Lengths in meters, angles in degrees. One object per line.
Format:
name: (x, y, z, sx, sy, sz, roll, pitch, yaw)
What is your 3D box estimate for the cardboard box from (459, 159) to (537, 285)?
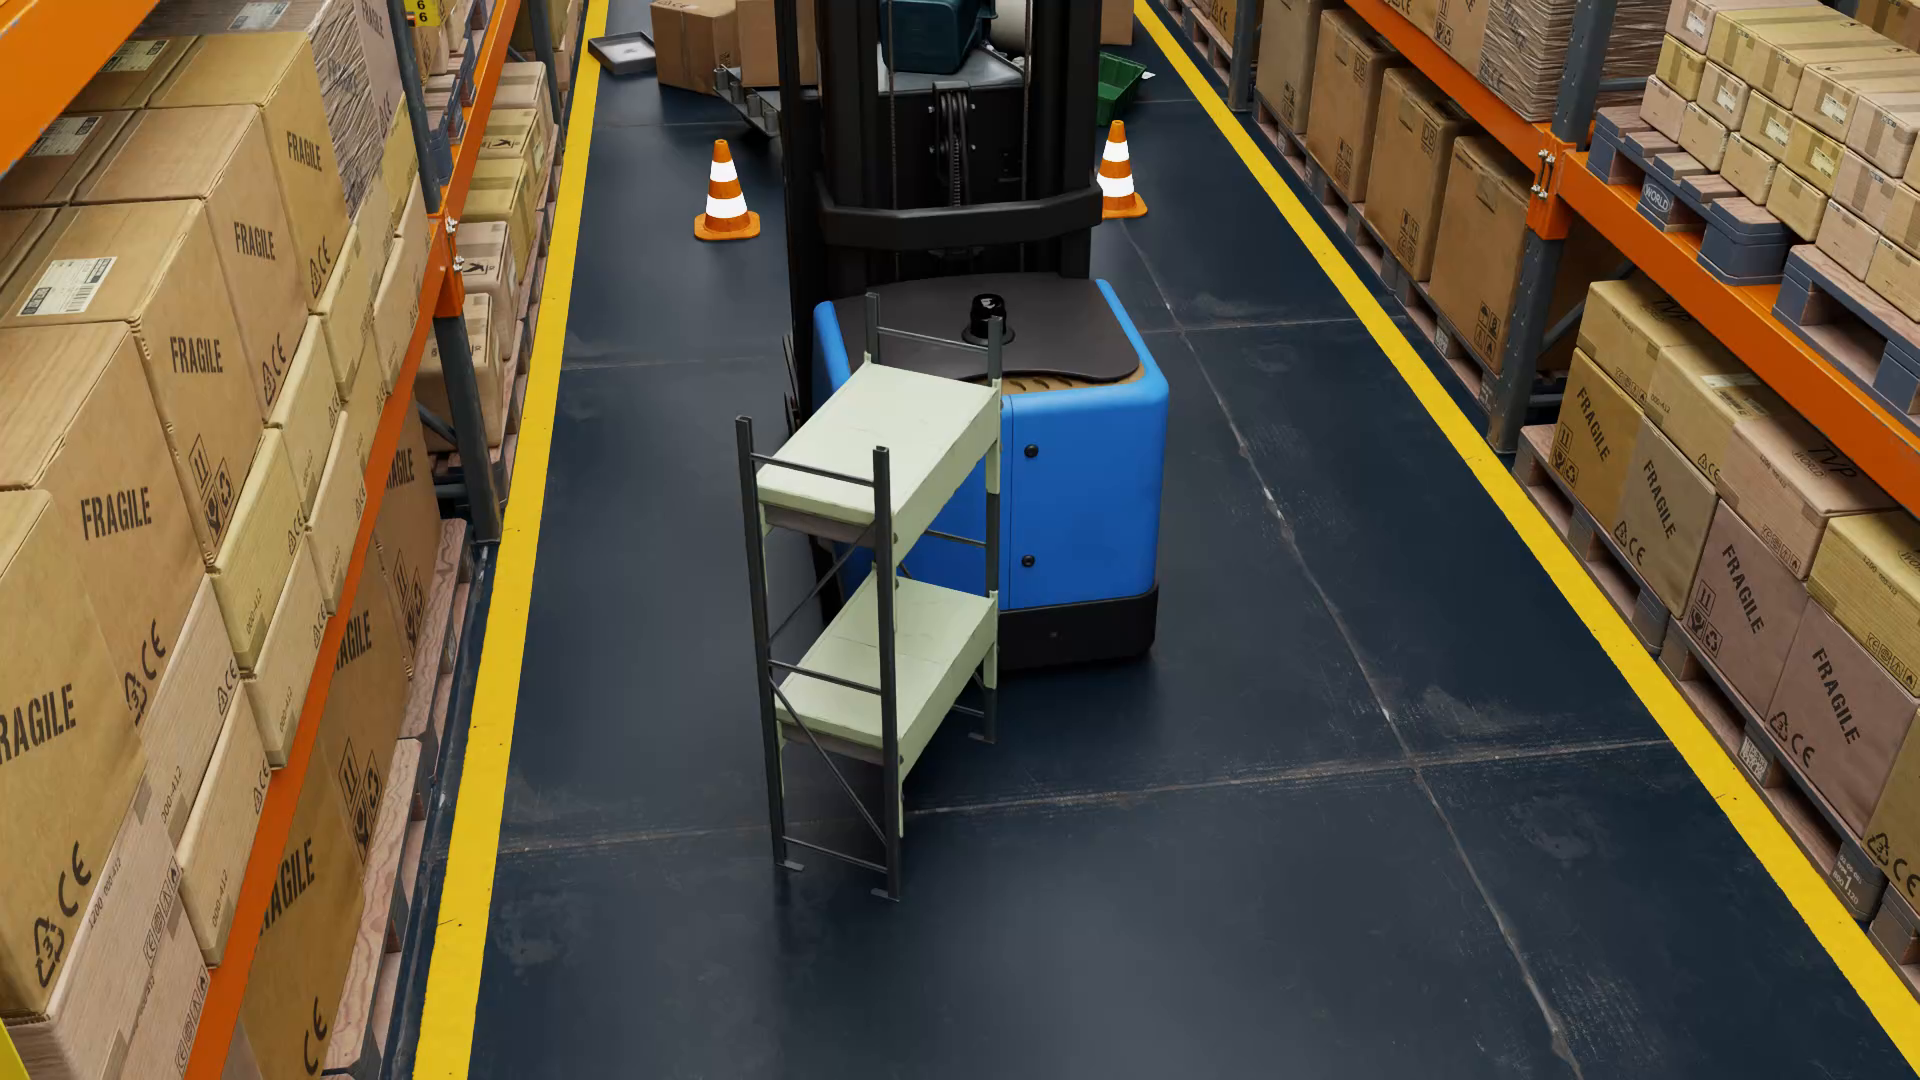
cardboard box: (-2.494, -1.459, 7.687, 0.950, 0.372, 0.625, -3, 34, -5)

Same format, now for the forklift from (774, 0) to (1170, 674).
forklift: (-0.114, -1.560, 5.937, 1.130, 2.935, 3.031, -6, 35, -9)

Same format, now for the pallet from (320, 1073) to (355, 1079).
pallet: (-1.865, 1.739, 3.510, 1.003, 0.211, 1.213, -4, 35, -6)

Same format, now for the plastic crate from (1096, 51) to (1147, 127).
plastic crate: (0.808, -2.743, 10.058, 0.450, 0.188, 0.662, 21, 39, 12)

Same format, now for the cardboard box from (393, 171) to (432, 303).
cardboard box: (-1.899, -0.896, 5.034, 0.500, 0.250, 0.500, -6, 35, -8)

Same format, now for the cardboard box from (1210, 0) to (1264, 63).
cardboard box: (2.114, -3.535, 10.288, 0.875, 0.875, 0.875, -4, 34, -6)

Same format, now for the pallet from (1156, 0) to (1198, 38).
pallet: (1.937, -3.844, 11.703, 1.003, 0.211, 1.213, -4, 35, -6)

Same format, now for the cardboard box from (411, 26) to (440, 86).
cardboard box: (-2.055, -1.827, 5.541, 0.500, 0.500, 0.500, -5, 35, -8)

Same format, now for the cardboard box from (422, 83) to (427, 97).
cardboard box: (-2.088, -1.646, 5.851, 0.380, 0.149, 0.250, -6, 35, -9)

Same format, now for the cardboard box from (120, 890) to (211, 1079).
cardboard box: (-1.484, 0.808, 2.533, 0.500, 0.250, 0.500, -5, 35, -7)

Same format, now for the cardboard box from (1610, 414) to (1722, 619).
cardboard box: (2.581, -0.098, 5.577, 0.500, 0.500, 0.500, -4, 34, -6)

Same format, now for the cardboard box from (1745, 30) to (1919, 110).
cardboard box: (2.605, -1.408, 4.974, 0.380, 0.149, 0.250, -5, 35, -7)

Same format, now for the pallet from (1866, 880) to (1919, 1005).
pallet: (3.099, 1.299, 4.157, 1.003, 0.211, 1.213, -4, 35, -6)

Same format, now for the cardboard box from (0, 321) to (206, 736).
cardboard box: (-1.556, 0.008, 2.598, 0.500, 0.500, 0.500, -5, 35, -7)

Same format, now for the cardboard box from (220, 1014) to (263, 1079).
cardboard box: (-1.849, 1.376, 3.080, 0.875, 0.875, 0.875, -3, 34, -5)

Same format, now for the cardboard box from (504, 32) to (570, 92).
cardboard box: (-2.574, -2.839, 9.822, 0.500, 0.250, 0.500, -6, 35, -9)

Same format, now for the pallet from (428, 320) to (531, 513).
pallet: (-2.328, -0.504, 6.802, 1.003, 0.211, 1.213, -4, 35, -6)

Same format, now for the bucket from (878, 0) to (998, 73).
bucket: (-0.174, -3.060, 9.634, 0.726, 0.611, 0.620, 7, 45, 10)

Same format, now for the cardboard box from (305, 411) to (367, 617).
cardboard box: (-1.666, -0.047, 3.789, 0.500, 0.250, 0.500, -5, 35, -7)

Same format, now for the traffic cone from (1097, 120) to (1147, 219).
traffic cone: (0.813, -1.973, 8.734, 0.336, 0.463, 0.334, -4, 35, -6)

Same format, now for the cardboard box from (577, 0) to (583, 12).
cardboard box: (-2.787, -3.710, 11.099, 0.500, 0.250, 0.500, -6, 35, -8)

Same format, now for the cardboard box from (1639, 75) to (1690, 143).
cardboard box: (2.527, -1.456, 5.573, 0.380, 0.149, 0.250, -5, 35, -7)

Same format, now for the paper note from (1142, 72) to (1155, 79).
paper note: (1.142, -2.964, 10.571, 0.142, 0.020, 0.147, 27, 43, 34)

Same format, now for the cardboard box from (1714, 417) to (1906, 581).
cardboard box: (2.642, -0.139, 4.971, 0.500, 0.250, 0.500, -4, 34, -6)

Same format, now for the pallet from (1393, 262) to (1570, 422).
pallet: (2.636, -0.945, 7.449, 1.003, 0.211, 1.213, -4, 35, -6)

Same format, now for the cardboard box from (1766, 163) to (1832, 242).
cardboard box: (2.638, -1.006, 4.912, 0.380, 0.149, 0.250, -3, 34, -4)

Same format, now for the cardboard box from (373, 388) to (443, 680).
cardboard box: (-2.214, -0.124, 5.282, 0.875, 0.875, 0.875, -5, 35, -7)

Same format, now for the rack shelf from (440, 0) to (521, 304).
rack shelf: (-2.493, -2.039, 7.217, 1.077, 0.370, 4.000, -4, 35, -6)

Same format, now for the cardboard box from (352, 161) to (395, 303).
cardboard box: (-1.835, -0.828, 4.491, 0.500, 0.250, 0.500, -5, 35, -8)

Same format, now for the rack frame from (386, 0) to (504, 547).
rack frame: (-2.224, -1.220, 5.377, 1.000, 3.000, 0.127, -4, 35, -6)

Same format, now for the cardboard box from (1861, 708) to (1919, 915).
cardboard box: (2.787, 0.760, 4.318, 0.500, 0.500, 0.500, -5, 35, -8)

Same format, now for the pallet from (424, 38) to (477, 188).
pallet: (-2.426, -1.531, 6.003, 1.213, 0.211, 1.003, -4, 35, -6)

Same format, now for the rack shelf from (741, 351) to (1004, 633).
rack shelf: (-0.214, -0.147, 4.441, 0.431, 0.370, 0.720, 13, 36, 19)

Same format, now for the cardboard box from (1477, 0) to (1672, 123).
cardboard box: (2.341, -1.924, 6.321, 0.500, 0.500, 0.500, -4, 35, -6)

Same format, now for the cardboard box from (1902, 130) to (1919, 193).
cardboard box: (2.716, -0.961, 4.319, 0.380, 0.149, 0.250, -3, 34, -5)

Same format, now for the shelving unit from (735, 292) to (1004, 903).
shelving unit: (-0.214, 0.175, 4.661, 0.431, 1.500, 0.755, 13, 36, 19)

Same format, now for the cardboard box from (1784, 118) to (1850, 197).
cardboard box: (2.645, -1.119, 4.814, 0.380, 0.149, 0.250, -4, 35, -6)

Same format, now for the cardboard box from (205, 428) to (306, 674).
cardboard box: (-1.605, 0.028, 3.235, 0.500, 0.250, 0.500, -4, 34, -6)

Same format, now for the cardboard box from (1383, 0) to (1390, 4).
cardboard box: (2.135, -2.767, 7.558, 0.500, 0.500, 0.500, -4, 34, -6)

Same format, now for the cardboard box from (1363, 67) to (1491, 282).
cardboard box: (2.554, -1.730, 7.749, 1.050, 0.750, 0.750, -4, 34, -6)

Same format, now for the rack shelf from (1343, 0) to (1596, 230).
rack shelf: (2.398, -2.470, 7.850, 1.077, 0.370, 4.000, -4, 35, -6)

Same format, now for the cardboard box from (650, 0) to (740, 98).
cardboard box: (-1.558, -3.121, 10.384, 0.500, 0.500, 0.500, 20, 39, 26)

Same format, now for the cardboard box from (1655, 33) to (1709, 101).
cardboard box: (2.533, -1.559, 5.461, 0.380, 0.149, 0.250, -3, 34, -4)

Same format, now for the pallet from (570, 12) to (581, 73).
pallet: (-3.055, -3.354, 10.985, 1.003, 0.211, 1.213, -4, 35, -6)

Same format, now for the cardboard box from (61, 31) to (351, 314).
cardboard box: (-1.758, -0.843, 3.846, 0.500, 0.500, 0.500, -4, 35, -6)
